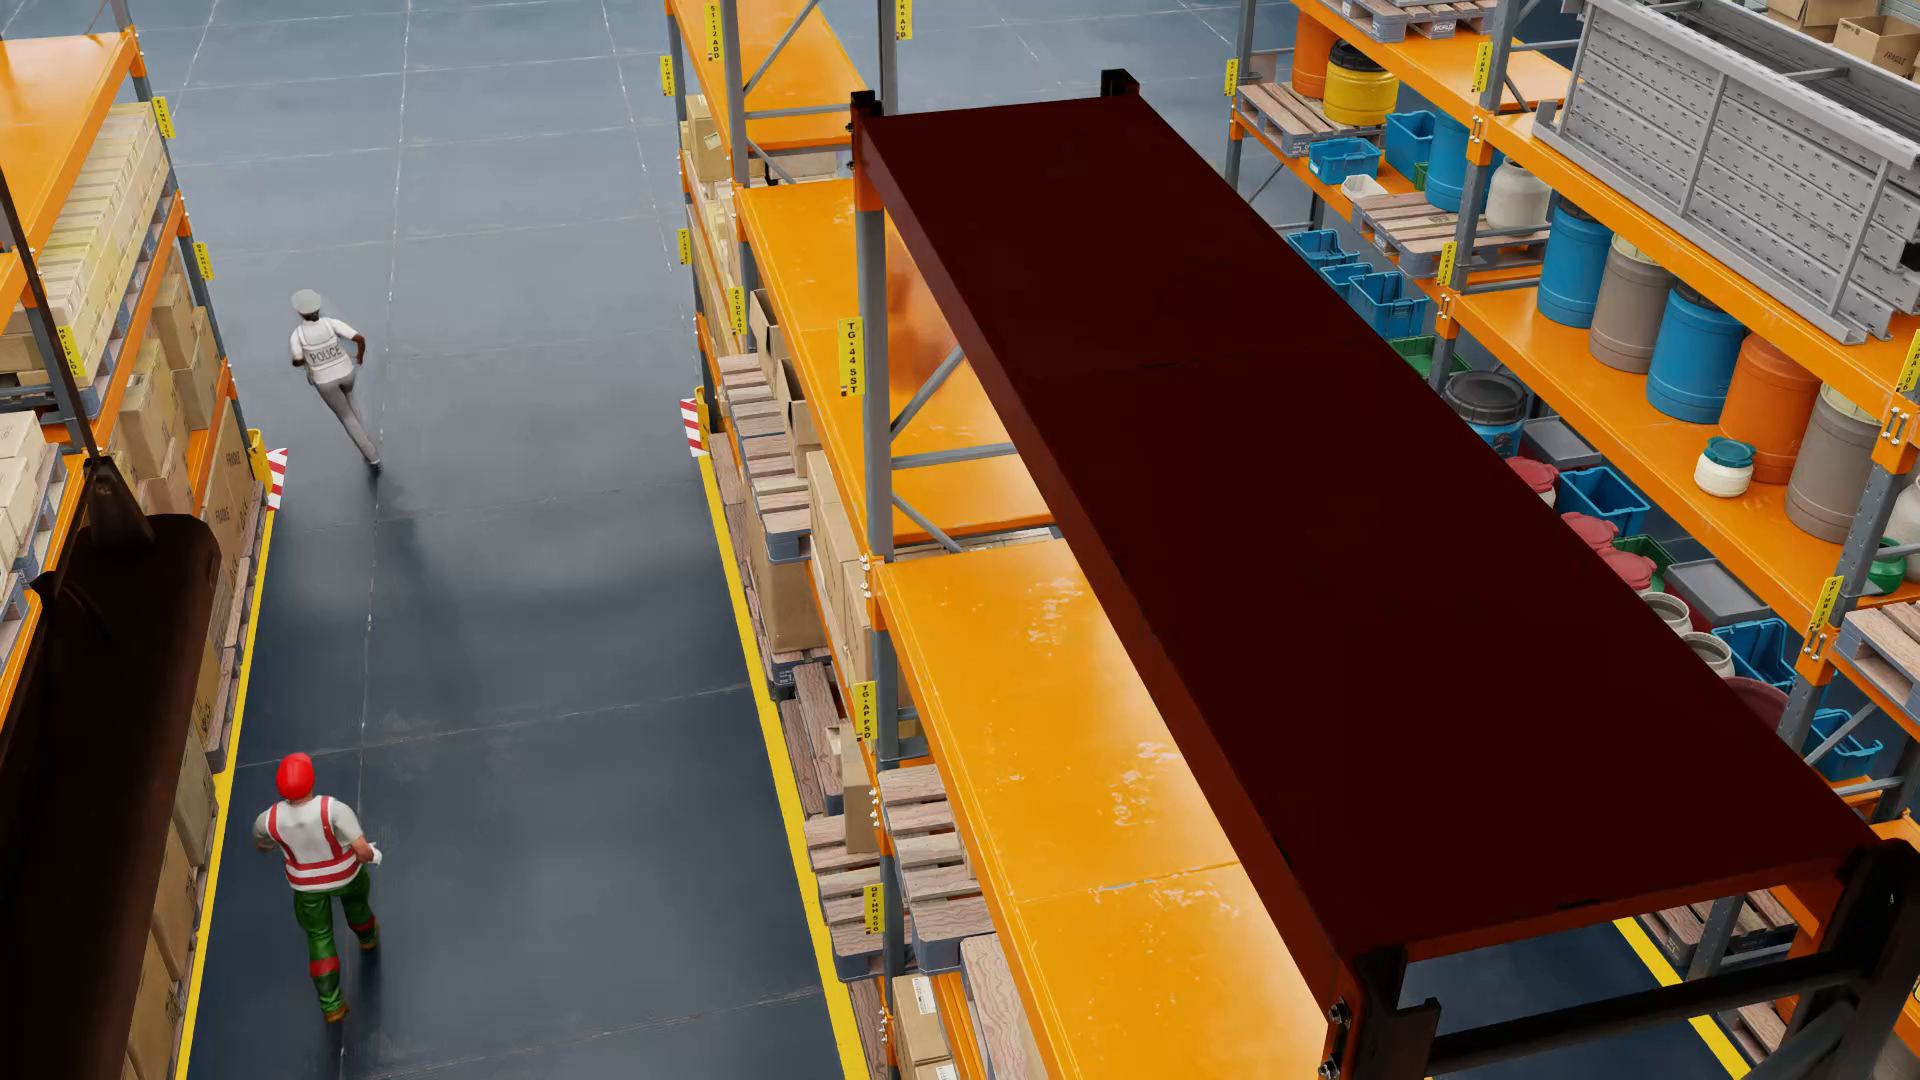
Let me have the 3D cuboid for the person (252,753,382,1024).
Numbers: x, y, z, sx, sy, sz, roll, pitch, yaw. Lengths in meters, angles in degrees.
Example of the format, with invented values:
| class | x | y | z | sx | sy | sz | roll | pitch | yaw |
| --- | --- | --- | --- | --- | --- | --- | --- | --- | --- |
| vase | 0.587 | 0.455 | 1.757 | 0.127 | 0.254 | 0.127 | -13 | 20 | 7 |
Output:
| class | x | y | z | sx | sy | sz | roll | pitch | yaw |
| --- | --- | --- | --- | --- | --- | --- | --- | --- | --- |
| person | -3.673 | 1.938 | 9.628 | 0.659 | 1.774 | 1.002 | -9 | 35 | -12 |

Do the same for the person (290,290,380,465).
| class | x | y | z | sx | sy | sz | roll | pitch | yaw |
| --- | --- | --- | --- | --- | --- | --- | --- | --- | --- |
| person | -5.512 | -1.379 | 14.671 | 0.561 | 1.752 | 0.695 | -29 | 44 | -35 |
